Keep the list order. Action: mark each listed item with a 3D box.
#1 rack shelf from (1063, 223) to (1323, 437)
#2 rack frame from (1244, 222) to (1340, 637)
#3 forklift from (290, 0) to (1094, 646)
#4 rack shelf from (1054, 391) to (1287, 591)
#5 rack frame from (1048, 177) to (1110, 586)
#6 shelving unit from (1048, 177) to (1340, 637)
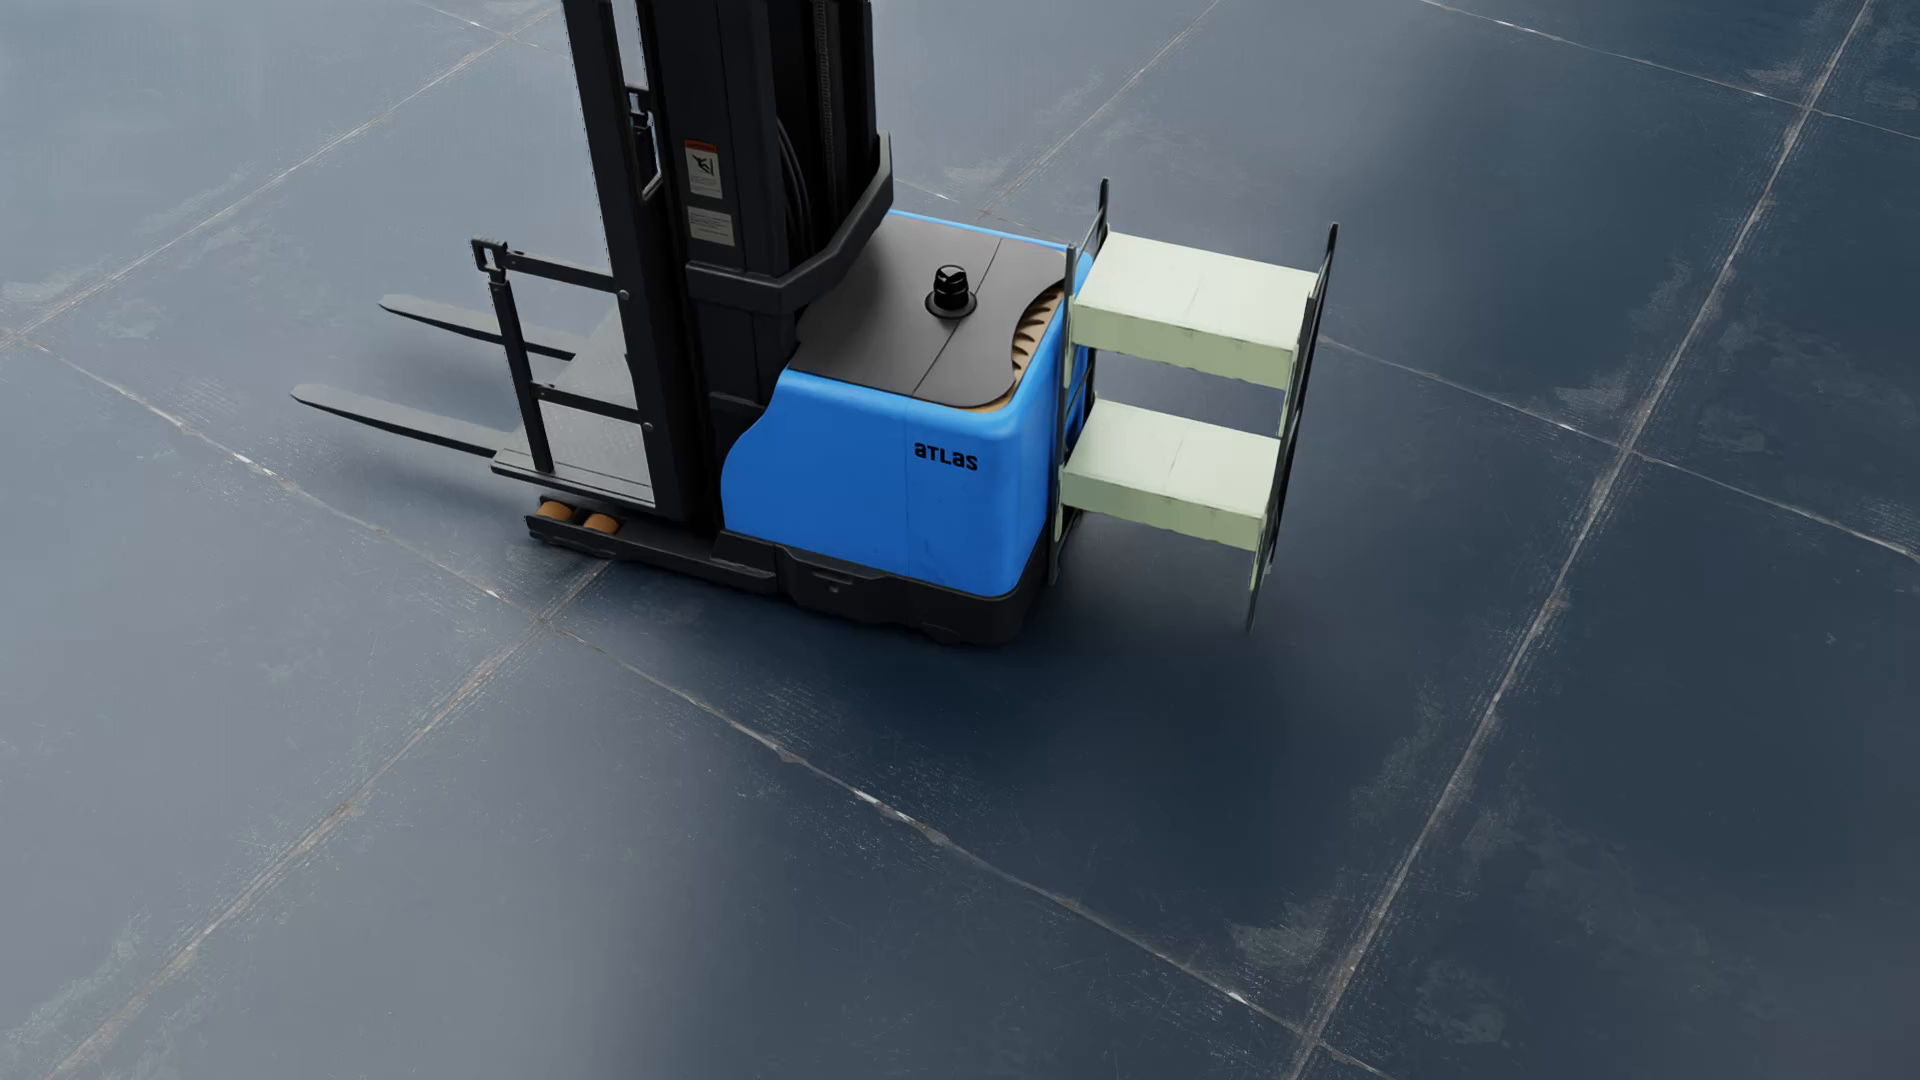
[{"bbox_3d":[0.743,-0.676,5.317,0.720,0.370,0.431,14,48,14],"label":"rack shelf"},{"bbox_3d":[1.088,-0.316,5.512,0.023,1.500,0.400,14,48,14],"label":"rack frame"},{"bbox_3d":[-1.081,-1.297,5.467,3.031,2.935,1.130,14,48,14],"label":"forklift"},{"bbox_3d":[0.743,-0.177,5.831,0.720,0.370,0.431,14,48,14],"label":"rack shelf"},{"bbox_3d":[0.399,-0.492,5.683,0.023,1.500,0.400,14,48,14],"label":"rack frame"},{"bbox_3d":[0.743,-0.404,5.597,0.755,1.500,0.431,14,48,14],"label":"shelving unit"}]
